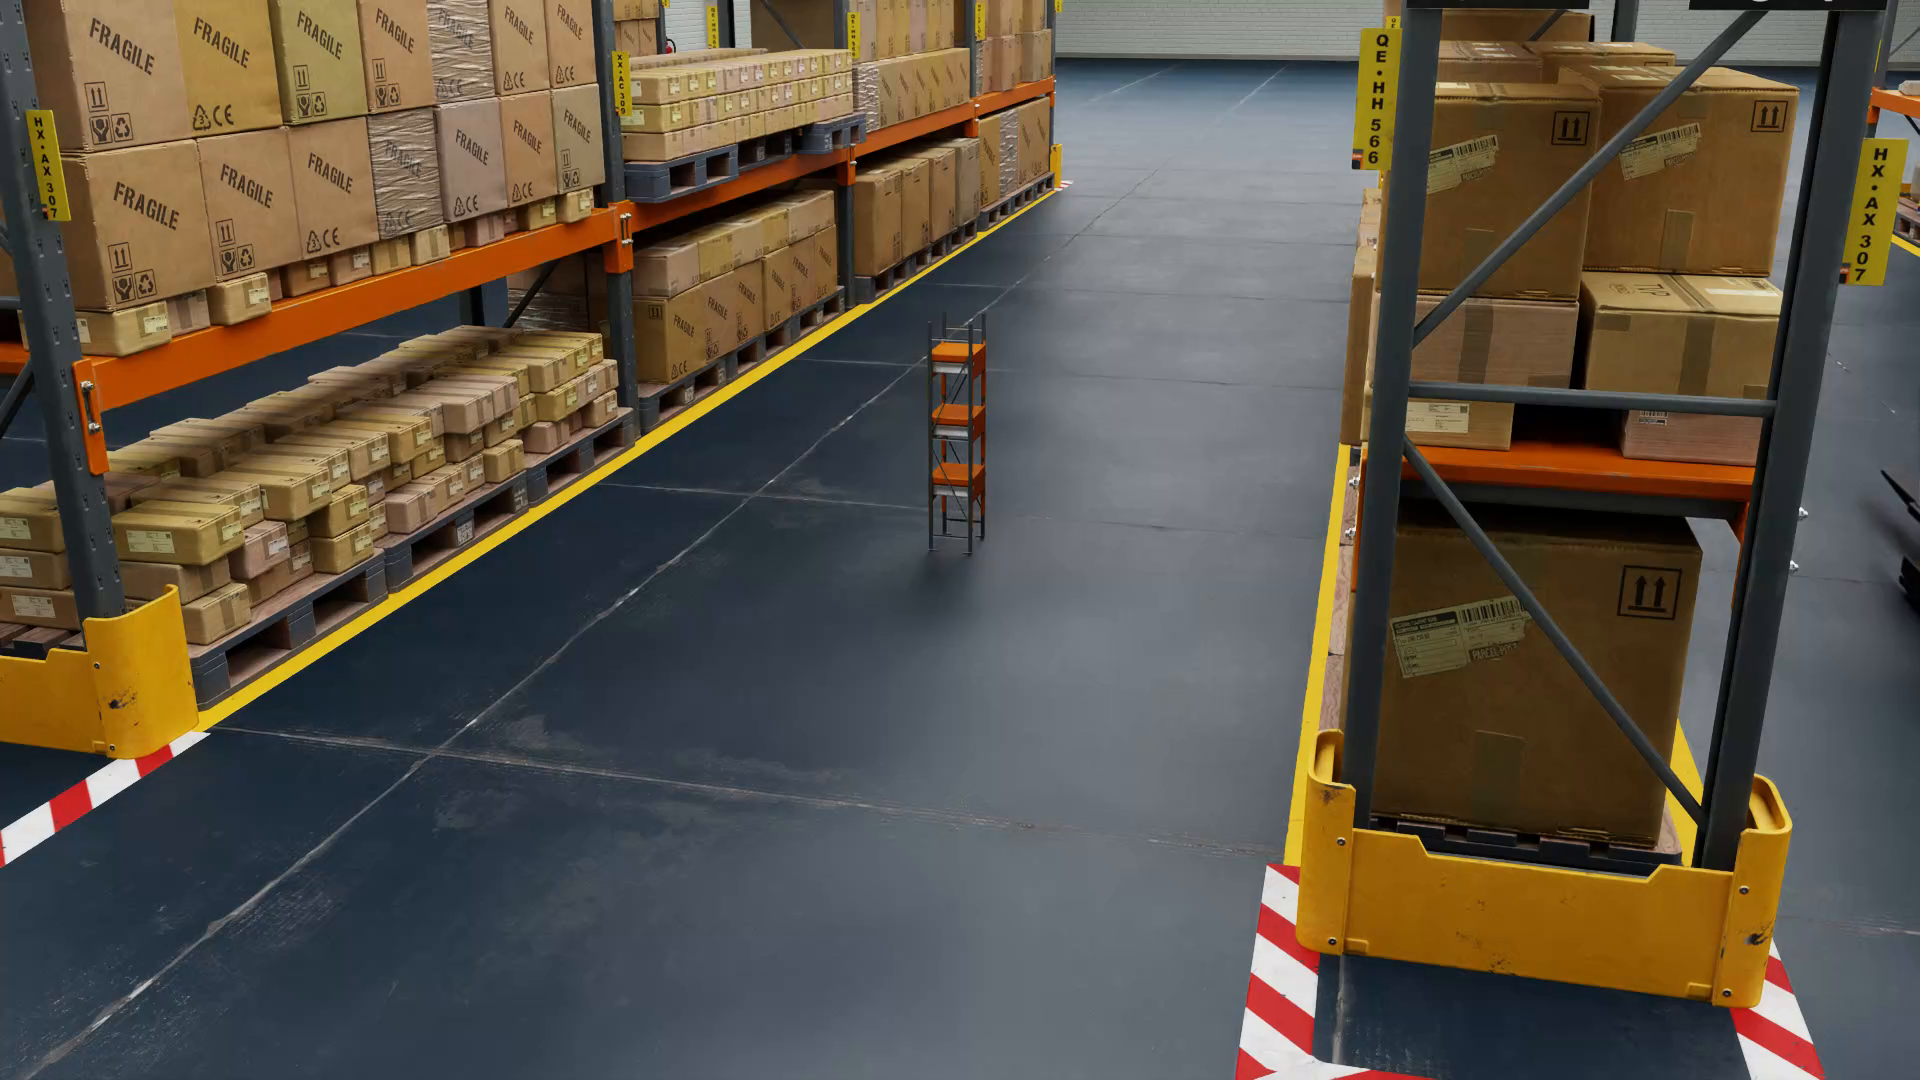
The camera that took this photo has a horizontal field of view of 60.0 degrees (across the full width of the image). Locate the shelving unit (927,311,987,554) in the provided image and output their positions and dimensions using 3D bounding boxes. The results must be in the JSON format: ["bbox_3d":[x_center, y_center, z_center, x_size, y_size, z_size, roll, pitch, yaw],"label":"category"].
[{"bbox_3d":[-0.013,-0.480,7.469,0.215,1.050,0.252,5,19,13],"label":"shelving unit"}]

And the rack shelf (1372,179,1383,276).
[{"bbox_3d":[2.979,-1.875,9.649,1.077,0.370,4.000,5,19,13],"label":"rack shelf"}]

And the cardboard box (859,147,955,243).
[{"bbox_3d":[-0.643,-3.150,15.099,1.050,0.750,0.750,5,19,13],"label":"cardboard box"}]

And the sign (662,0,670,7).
[{"bbox_3d":[-3.654,-6.780,20.616,0.100,0.325,0.005,5,19,13],"label":"sign"}]

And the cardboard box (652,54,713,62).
[{"bbox_3d":[-1.875,-3.169,11.142,0.380,0.149,0.250,6,20,16],"label":"cardboard box"}]

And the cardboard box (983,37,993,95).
[{"bbox_3d":[-0.149,-4.881,17.105,0.875,0.550,0.550,5,19,13],"label":"cardboard box"}]

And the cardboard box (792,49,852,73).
[{"bbox_3d":[-0.992,-3.437,11.929,0.380,0.149,0.250,4,19,11],"label":"cardboard box"}]

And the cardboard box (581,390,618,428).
[{"bbox_3d":[-2.060,-0.712,8.891,0.380,0.149,0.250,5,19,14],"label":"cardboard box"}]

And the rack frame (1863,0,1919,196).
[{"bbox_3d":[10.225,-4.959,17.564,1.000,3.000,0.127,5,19,13],"label":"rack frame"}]

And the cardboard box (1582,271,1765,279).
[{"bbox_3d":[2.013,-0.697,4.860,0.500,0.250,0.500,4,19,13],"label":"cardboard box"}]

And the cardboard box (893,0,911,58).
[{"bbox_3d":[-0.828,-4.406,14.244,0.700,0.500,0.500,4,19,13],"label":"cardboard box"}]

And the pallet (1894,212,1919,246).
[{"bbox_3d":[9.749,-2.976,16.074,1.003,0.211,1.213,5,19,13],"label":"pallet"}]

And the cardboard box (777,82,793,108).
[{"bbox_3d":[-1.309,-2.891,10.790,0.380,0.149,0.250,5,20,15],"label":"cardboard box"}]

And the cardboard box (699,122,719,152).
[{"bbox_3d":[-1.625,-2.344,9.649,0.380,0.149,0.250,5,19,14],"label":"cardboard box"}]

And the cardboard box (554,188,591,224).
[{"bbox_3d":[-2.094,-1.696,8.400,0.380,0.149,0.250,4,19,12],"label":"cardboard box"}]

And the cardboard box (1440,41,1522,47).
[{"bbox_3d":[2.126,-1.883,7.172,0.500,0.500,0.500,5,19,13],"label":"cardboard box"}]

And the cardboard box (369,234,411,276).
[{"bbox_3d":[-2.543,-1.208,6.972,0.380,0.149,0.250,5,20,15],"label":"cardboard box"}]

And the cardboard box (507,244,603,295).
[{"bbox_3d":[-2.357,-1.636,9.894,0.500,0.250,0.500,4,19,12],"label":"cardboard box"}]

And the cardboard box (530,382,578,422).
[{"bbox_3d":[-2.165,-0.707,8.418,0.380,0.149,0.250,4,19,11],"label":"cardboard box"}]

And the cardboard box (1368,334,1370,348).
[{"bbox_3d":[1.468,-0.592,5.170,0.380,0.149,0.250,5,19,14],"label":"cardboard box"}]

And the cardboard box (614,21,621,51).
[{"bbox_3d":[-4.305,-5.815,19.458,0.500,0.500,0.500,5,19,13],"label":"cardboard box"}]

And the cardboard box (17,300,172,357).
[{"bbox_3d":[-2.875,-0.715,5.529,0.380,0.149,0.250,4,19,13],"label":"cardboard box"}]

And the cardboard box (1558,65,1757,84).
[{"bbox_3d":[2.135,-1.208,5.196,0.500,0.500,0.500,4,19,12],"label":"cardboard box"}]

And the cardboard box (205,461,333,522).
[{"bbox_3d":[-2.678,-0.191,6.448,0.380,0.149,0.250,5,19,13],"label":"cardboard box"}]

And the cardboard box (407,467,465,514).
[{"bbox_3d":[-2.468,-0.233,7.489,0.380,0.149,0.250,5,19,13],"label":"cardboard box"}]

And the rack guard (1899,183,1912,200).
[{"bbox_3d":[10.252,-3.748,17.888,1.175,0.500,0.348,5,19,13],"label":"rack guard"}]

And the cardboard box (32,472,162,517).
[{"bbox_3d":[-3.271,-0.150,6.325,0.380,0.149,0.250,5,19,14],"label":"cardboard box"}]

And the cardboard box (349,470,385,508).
[{"bbox_3d":[-2.658,-0.220,6.992,0.380,0.149,0.250,4,19,11],"label":"cardboard box"}]

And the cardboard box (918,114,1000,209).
[{"bbox_3d":[-0.118,-3.904,17.115,0.875,0.875,0.875,5,19,14],"label":"cardboard box"}]

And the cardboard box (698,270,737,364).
[{"bbox_3d":[-1.729,-1.404,10.376,0.500,0.500,0.500,6,20,16],"label":"cardboard box"}]

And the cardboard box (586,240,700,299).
[{"bbox_3d":[-1.858,-1.593,9.769,0.500,0.250,0.500,4,19,11],"label":"cardboard box"}]

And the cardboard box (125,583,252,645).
[{"bbox_3d":[-2.833,0.253,6.066,0.380,0.149,0.250,5,20,14],"label":"cardboard box"}]

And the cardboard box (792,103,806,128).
[{"bbox_3d":[-1.245,-2.834,11.083,0.380,0.149,0.250,4,19,11],"label":"cardboard box"}]

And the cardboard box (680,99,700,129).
[{"bbox_3d":[-1.691,-2.401,9.355,0.380,0.149,0.250,4,19,12],"label":"cardboard box"}]

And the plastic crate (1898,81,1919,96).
[{"bbox_3d":[9.695,-4.579,16.860,0.298,0.136,0.250,5,19,13],"label":"plastic crate"}]

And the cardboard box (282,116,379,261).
[{"bbox_3d":[-2.656,-1.387,6.494,0.500,0.500,0.500,5,19,14],"label":"cardboard box"}]

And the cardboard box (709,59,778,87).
[{"bbox_3d":[-1.375,-2.951,10.504,0.380,0.149,0.250,5,20,15],"label":"cardboard box"}]

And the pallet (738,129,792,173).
[{"bbox_3d":[-1.761,-2.551,10.813,1.003,0.211,1.213,5,19,13],"label":"pallet"}]

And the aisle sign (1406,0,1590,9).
[{"bbox_3d":[1.205,-1.566,3.610,0.394,0.787,0.004,5,19,13],"label":"aisle sign"}]

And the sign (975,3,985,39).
[{"bbox_3d":[0.189,-4.990,15.987,0.100,0.325,0.005,5,19,13],"label":"sign"}]

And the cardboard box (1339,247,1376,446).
[{"bbox_3d":[2.628,-0.984,8.565,1.225,0.875,0.875,5,19,14],"label":"cardboard box"}]

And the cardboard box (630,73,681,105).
[{"bbox_3d":[-1.752,-2.460,9.069,0.380,0.149,0.250,6,20,16],"label":"cardboard box"}]

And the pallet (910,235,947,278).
[{"bbox_3d":[-0.751,-2.568,14.881,1.003,0.211,1.213,5,19,13],"label":"pallet"}]

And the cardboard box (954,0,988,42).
[{"bbox_3d":[-0.216,-5.214,16.410,0.875,0.550,0.550,5,19,13],"label":"cardboard box"}]

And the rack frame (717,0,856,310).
[{"bbox_3d":[-1.317,-3.266,12.608,1.000,3.000,0.127,5,19,13],"label":"rack frame"}]

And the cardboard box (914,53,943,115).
[{"bbox_3d":[-0.455,-4.065,14.794,0.500,0.500,0.500,5,19,14],"label":"cardboard box"}]

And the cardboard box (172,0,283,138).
[{"bbox_3d":[-2.787,-1.698,5.856,0.500,0.500,0.500,5,20,15],"label":"cardboard box"}]

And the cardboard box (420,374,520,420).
[{"bbox_3d":[-2.322,-0.682,7.884,0.380,0.149,0.250,4,19,11],"label":"cardboard box"}]

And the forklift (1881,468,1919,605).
[{"bbox_3d":[4.448,-1.022,6.145,1.130,2.935,3.031,4,19,12],"label":"forklift"}]

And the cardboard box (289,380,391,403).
[{"bbox_3d":[-2.888,-0.638,7.755,0.380,0.149,0.250,4,19,11],"label":"cardboard box"}]
